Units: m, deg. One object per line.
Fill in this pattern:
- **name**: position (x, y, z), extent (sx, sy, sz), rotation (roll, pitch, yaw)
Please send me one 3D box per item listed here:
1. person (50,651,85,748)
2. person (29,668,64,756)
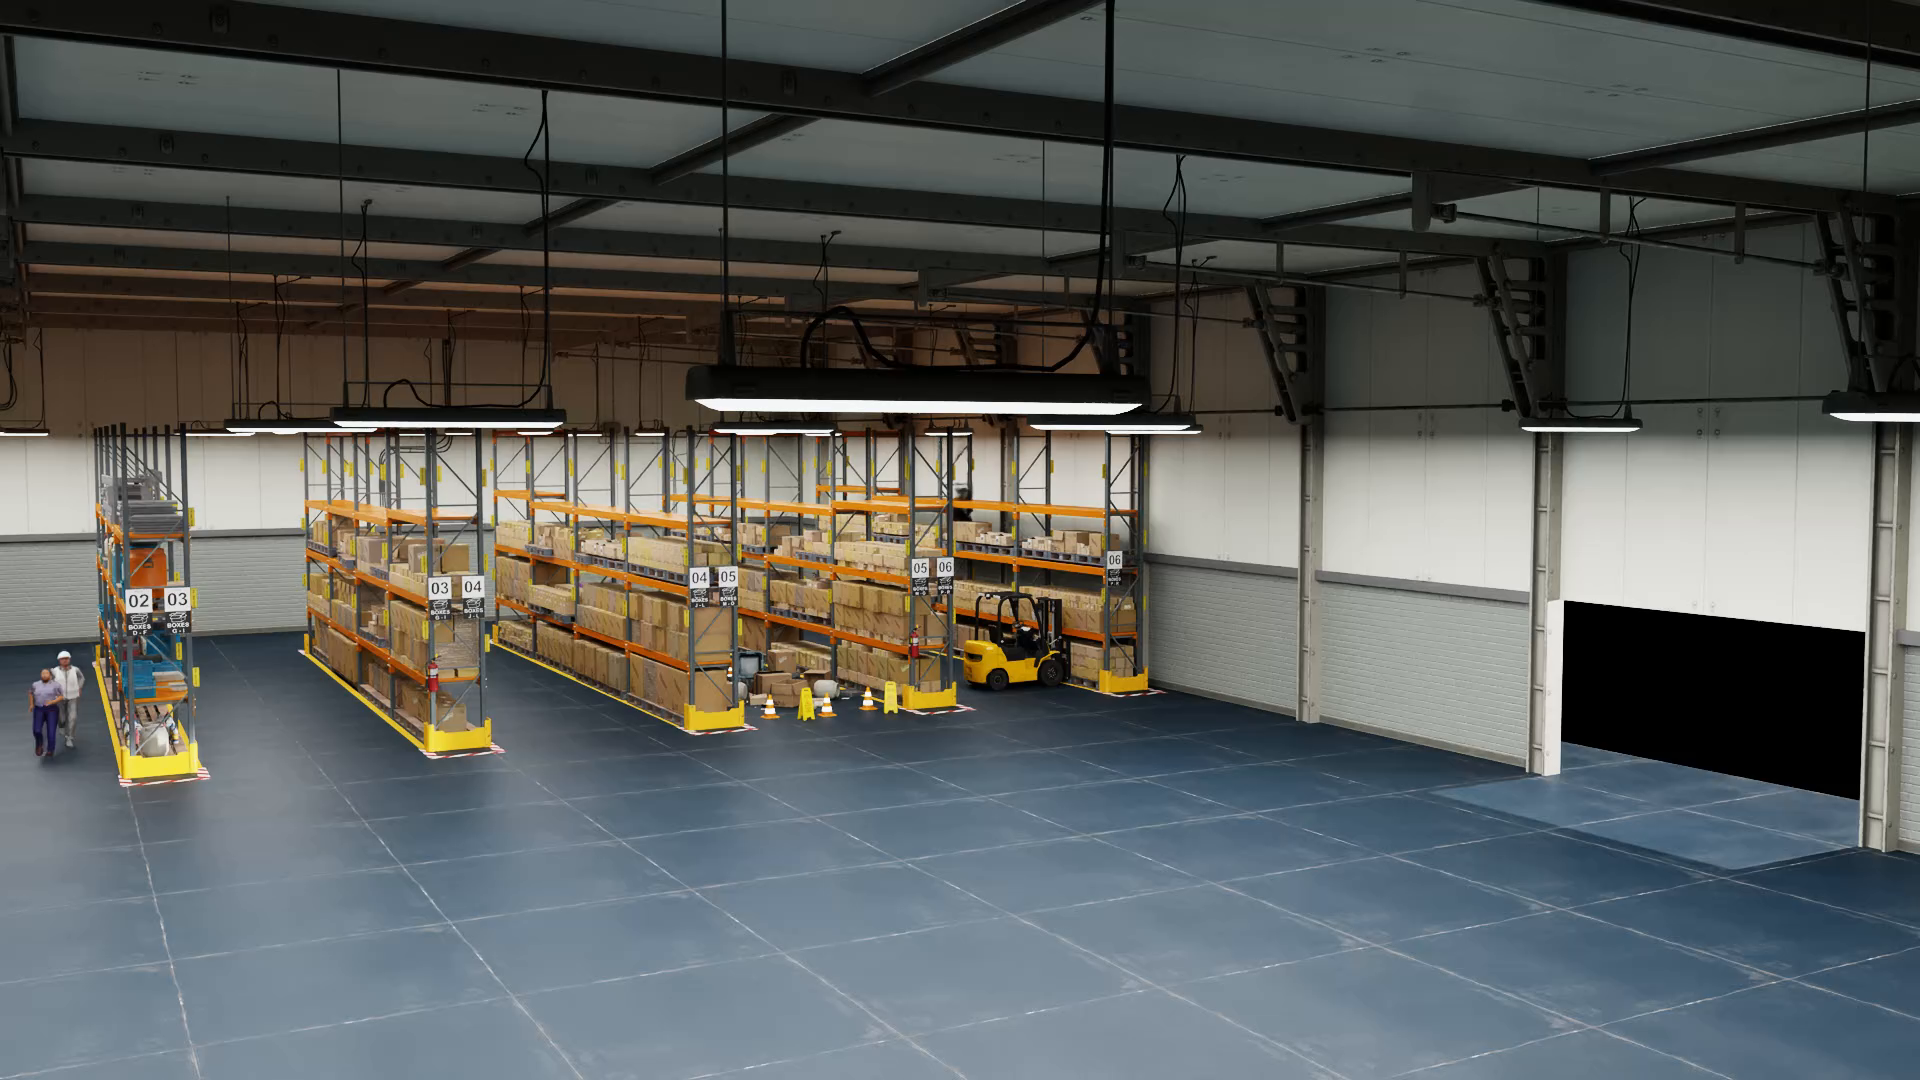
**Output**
- **person**: position (-16.768, 2.967, 31.197), extent (0.662, 1.771, 0.864), rotation (-2, 4, -32)
- **person**: position (-16.406, 3.095, 29.836), extent (0.588, 1.602, 0.611), rotation (-1, 4, -21)
